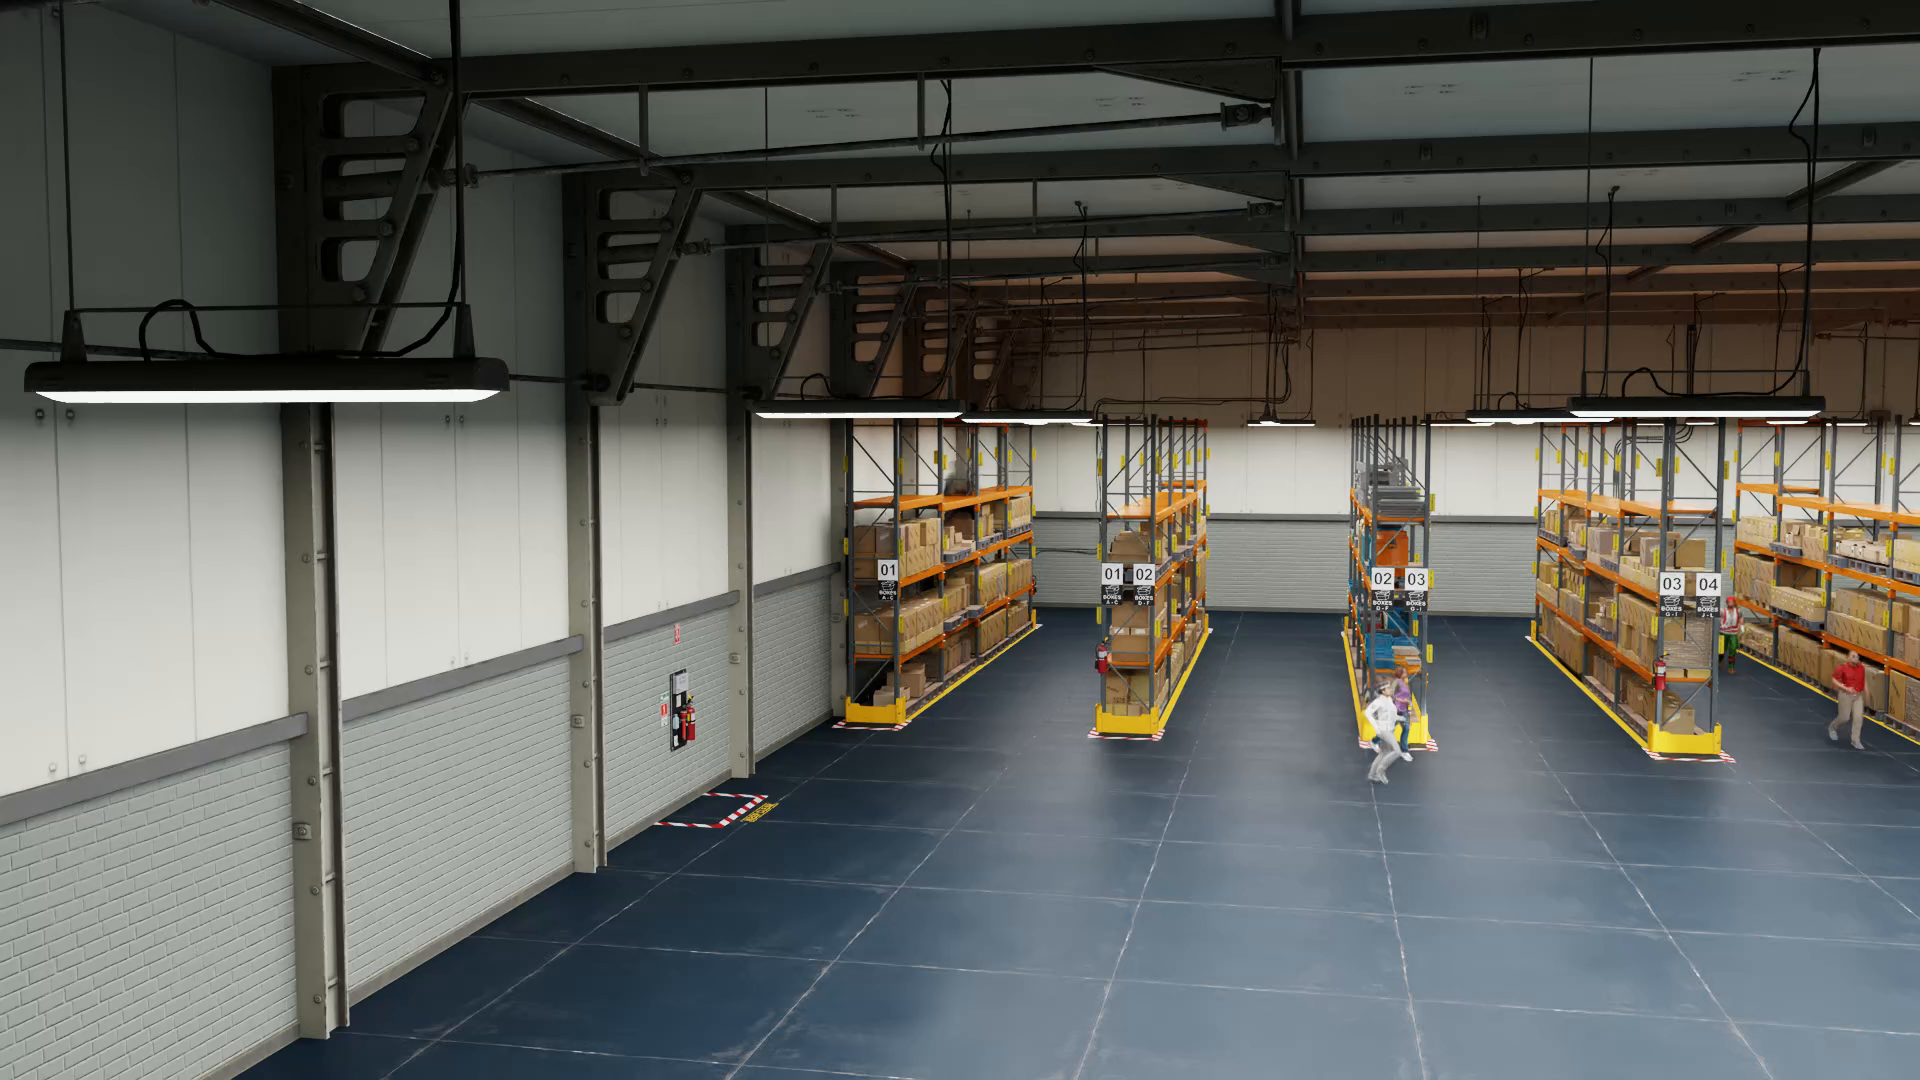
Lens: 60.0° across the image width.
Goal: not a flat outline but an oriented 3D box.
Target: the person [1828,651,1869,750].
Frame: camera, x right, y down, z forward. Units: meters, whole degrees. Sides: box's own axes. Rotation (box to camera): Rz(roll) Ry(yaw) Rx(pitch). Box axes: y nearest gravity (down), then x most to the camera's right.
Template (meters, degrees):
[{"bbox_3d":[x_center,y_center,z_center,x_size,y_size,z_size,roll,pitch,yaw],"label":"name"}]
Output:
[{"bbox_3d":[16.115,2.867,30.113,0.688,1.740,0.839,0,4,-2],"label":"person"}]

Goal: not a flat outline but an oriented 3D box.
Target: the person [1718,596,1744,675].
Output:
[{"bbox_3d":[18.112,2.218,39.171,0.685,1.801,0.872,1,4,11],"label":"person"}]

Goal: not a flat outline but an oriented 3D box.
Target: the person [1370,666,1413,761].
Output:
[{"bbox_3d":[7.598,2.996,28.980,0.563,1.606,0.810,-4,5,-44],"label":"person"}]

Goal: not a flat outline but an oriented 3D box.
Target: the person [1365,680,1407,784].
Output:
[{"bbox_3d":[6.886,3.087,26.814,0.649,1.673,0.583,3,5,34],"label":"person"}]
